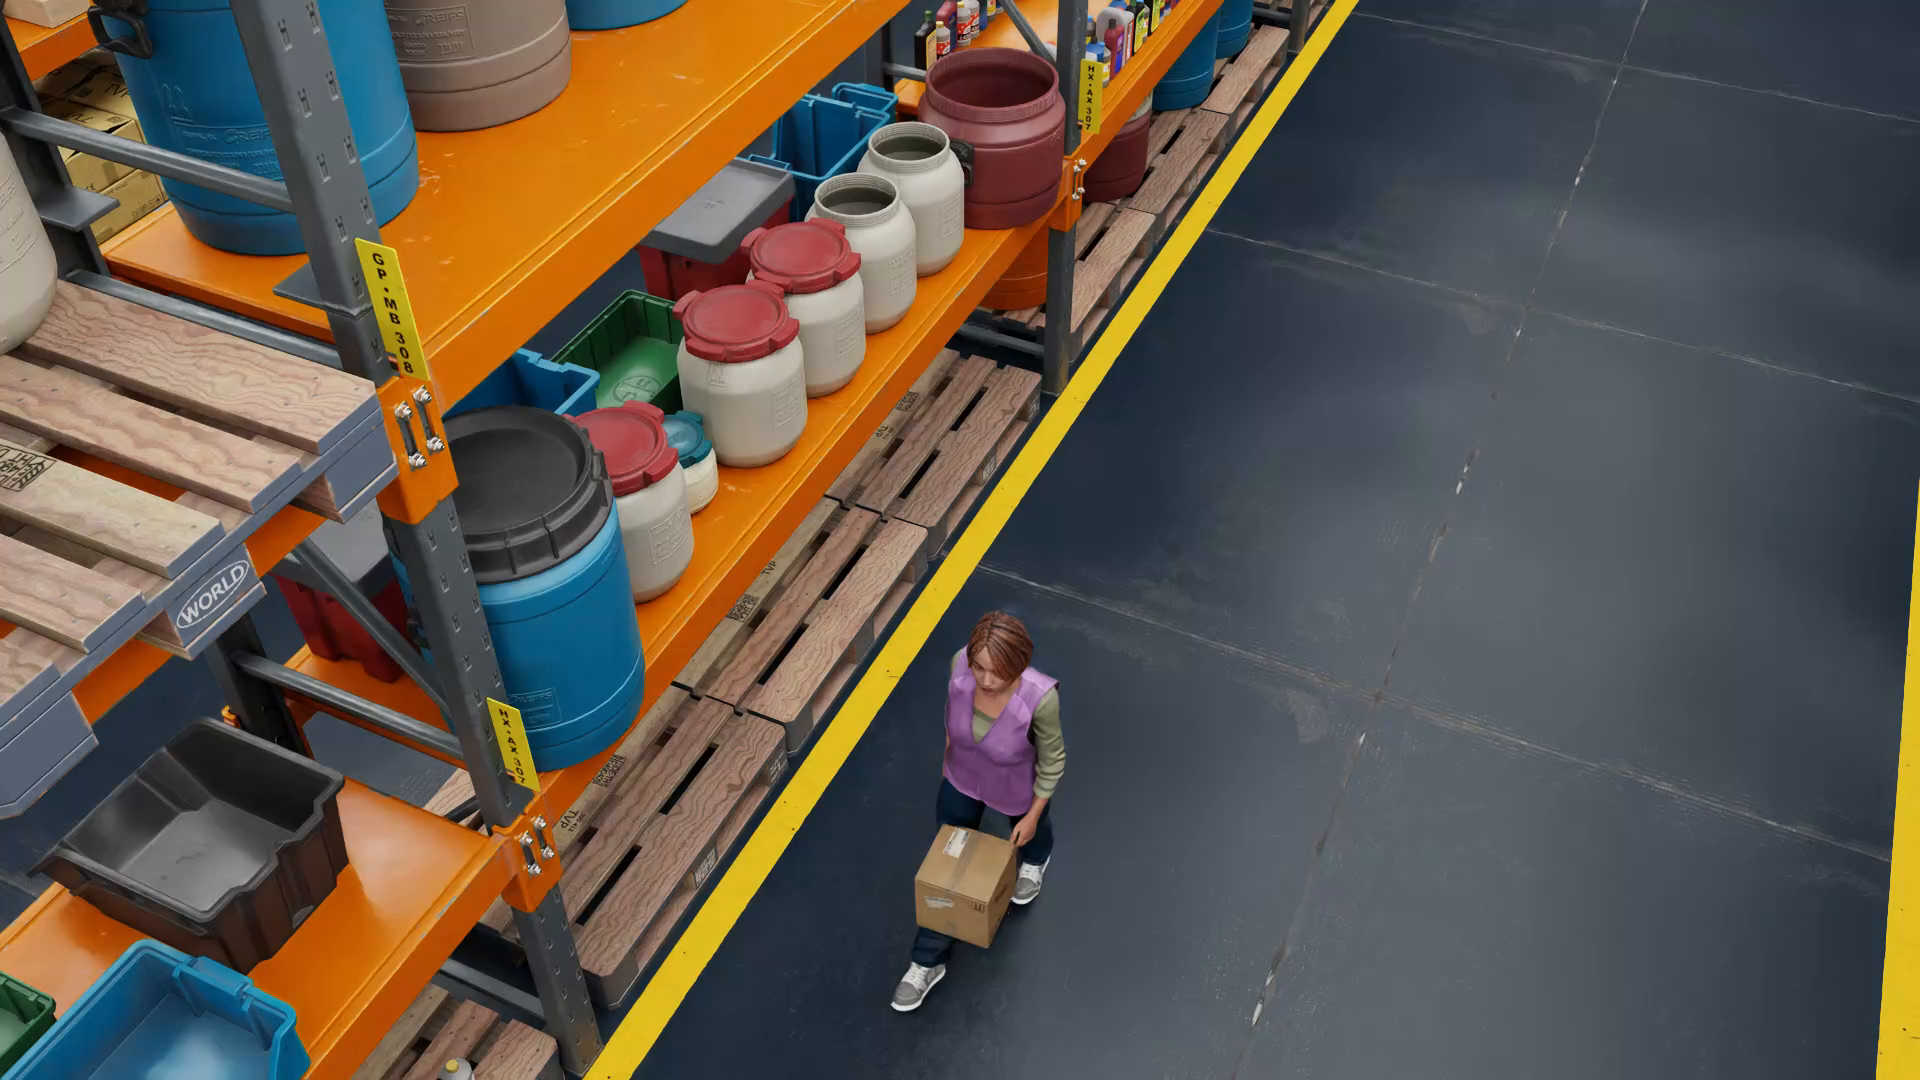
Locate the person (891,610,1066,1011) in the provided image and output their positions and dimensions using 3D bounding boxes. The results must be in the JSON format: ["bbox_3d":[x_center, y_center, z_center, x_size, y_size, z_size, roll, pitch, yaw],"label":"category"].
[{"bbox_3d":[0.108,0.818,5.276,0.433,1.558,0.886,17,45,18],"label":"person"}]
